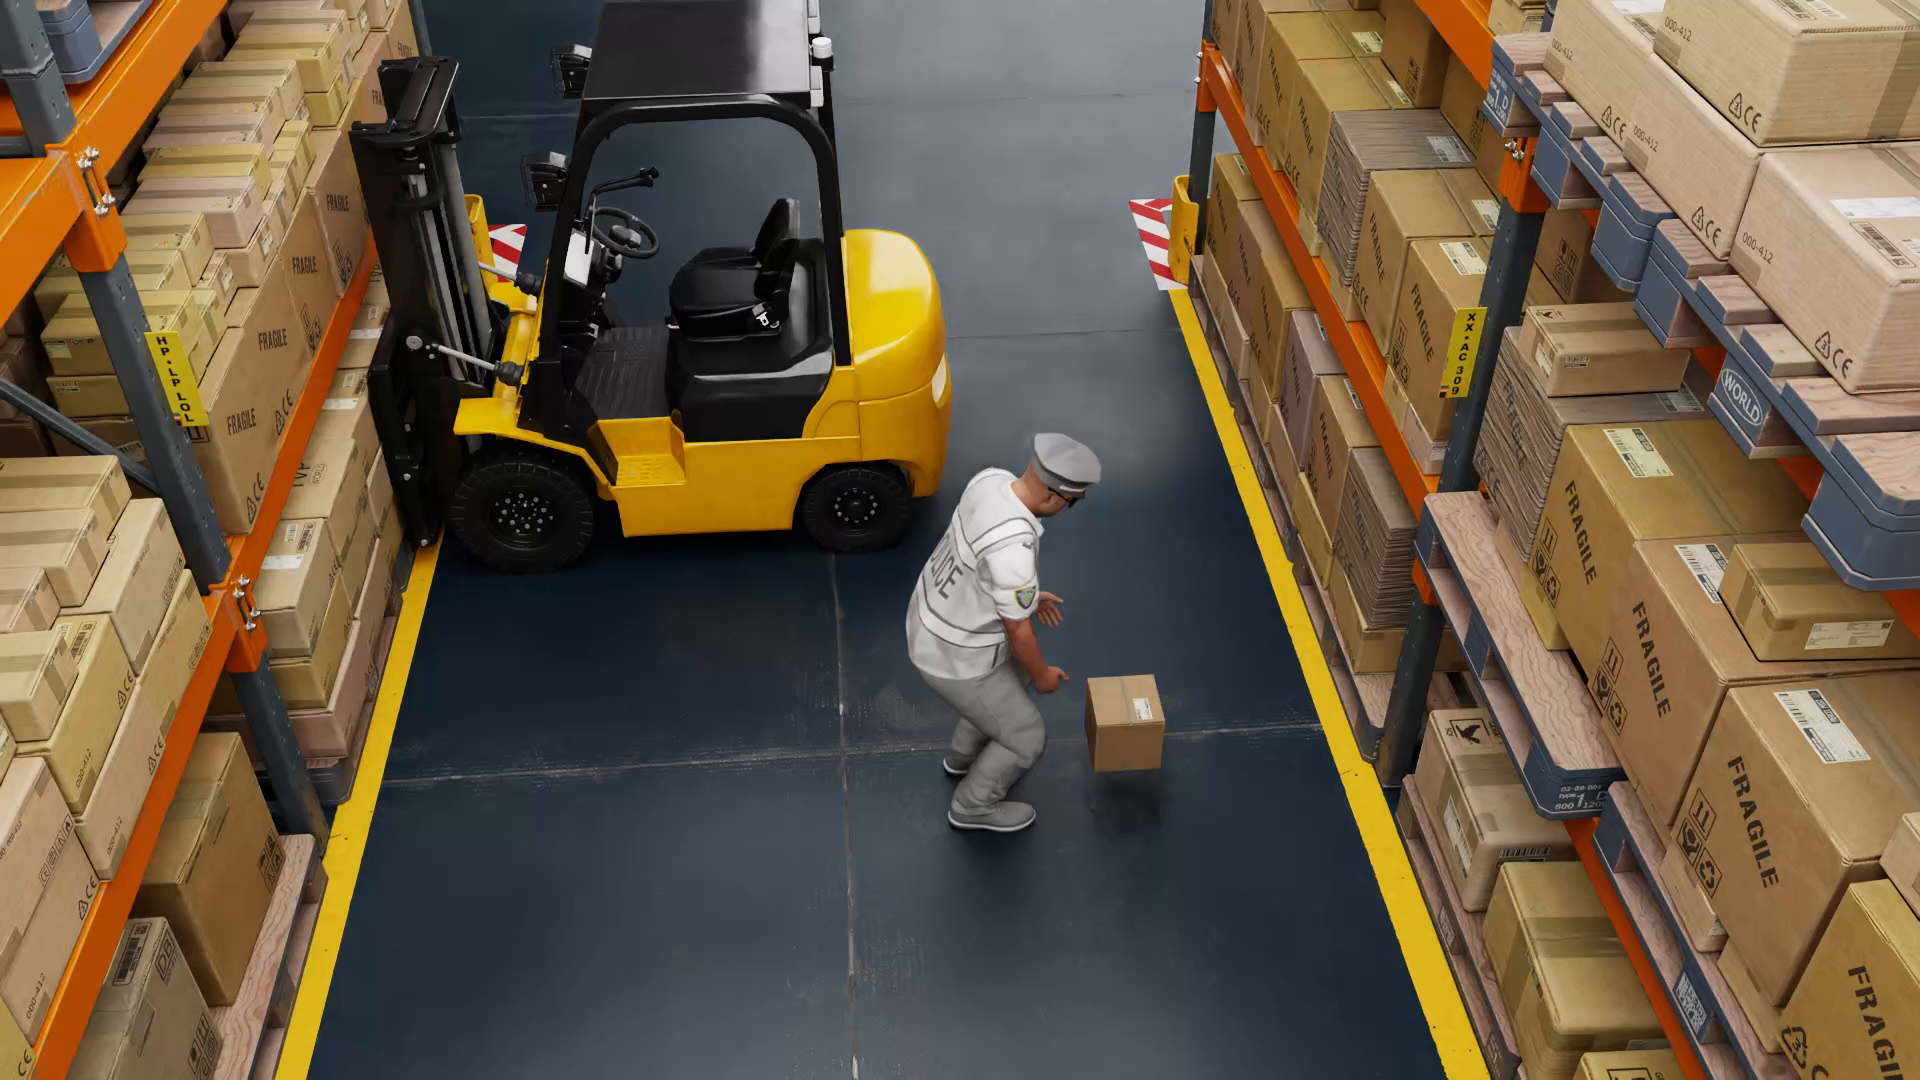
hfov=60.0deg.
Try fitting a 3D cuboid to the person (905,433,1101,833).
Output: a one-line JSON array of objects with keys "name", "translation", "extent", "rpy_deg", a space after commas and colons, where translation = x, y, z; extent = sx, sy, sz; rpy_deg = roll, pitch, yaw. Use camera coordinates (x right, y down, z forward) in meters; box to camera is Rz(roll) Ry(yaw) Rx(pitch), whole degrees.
[{"name": "person", "translation": [0.138, 0.325, 5.882], "extent": [0.658, 1.594, 0.581], "rpy_deg": [-3, 39, -3]}]
